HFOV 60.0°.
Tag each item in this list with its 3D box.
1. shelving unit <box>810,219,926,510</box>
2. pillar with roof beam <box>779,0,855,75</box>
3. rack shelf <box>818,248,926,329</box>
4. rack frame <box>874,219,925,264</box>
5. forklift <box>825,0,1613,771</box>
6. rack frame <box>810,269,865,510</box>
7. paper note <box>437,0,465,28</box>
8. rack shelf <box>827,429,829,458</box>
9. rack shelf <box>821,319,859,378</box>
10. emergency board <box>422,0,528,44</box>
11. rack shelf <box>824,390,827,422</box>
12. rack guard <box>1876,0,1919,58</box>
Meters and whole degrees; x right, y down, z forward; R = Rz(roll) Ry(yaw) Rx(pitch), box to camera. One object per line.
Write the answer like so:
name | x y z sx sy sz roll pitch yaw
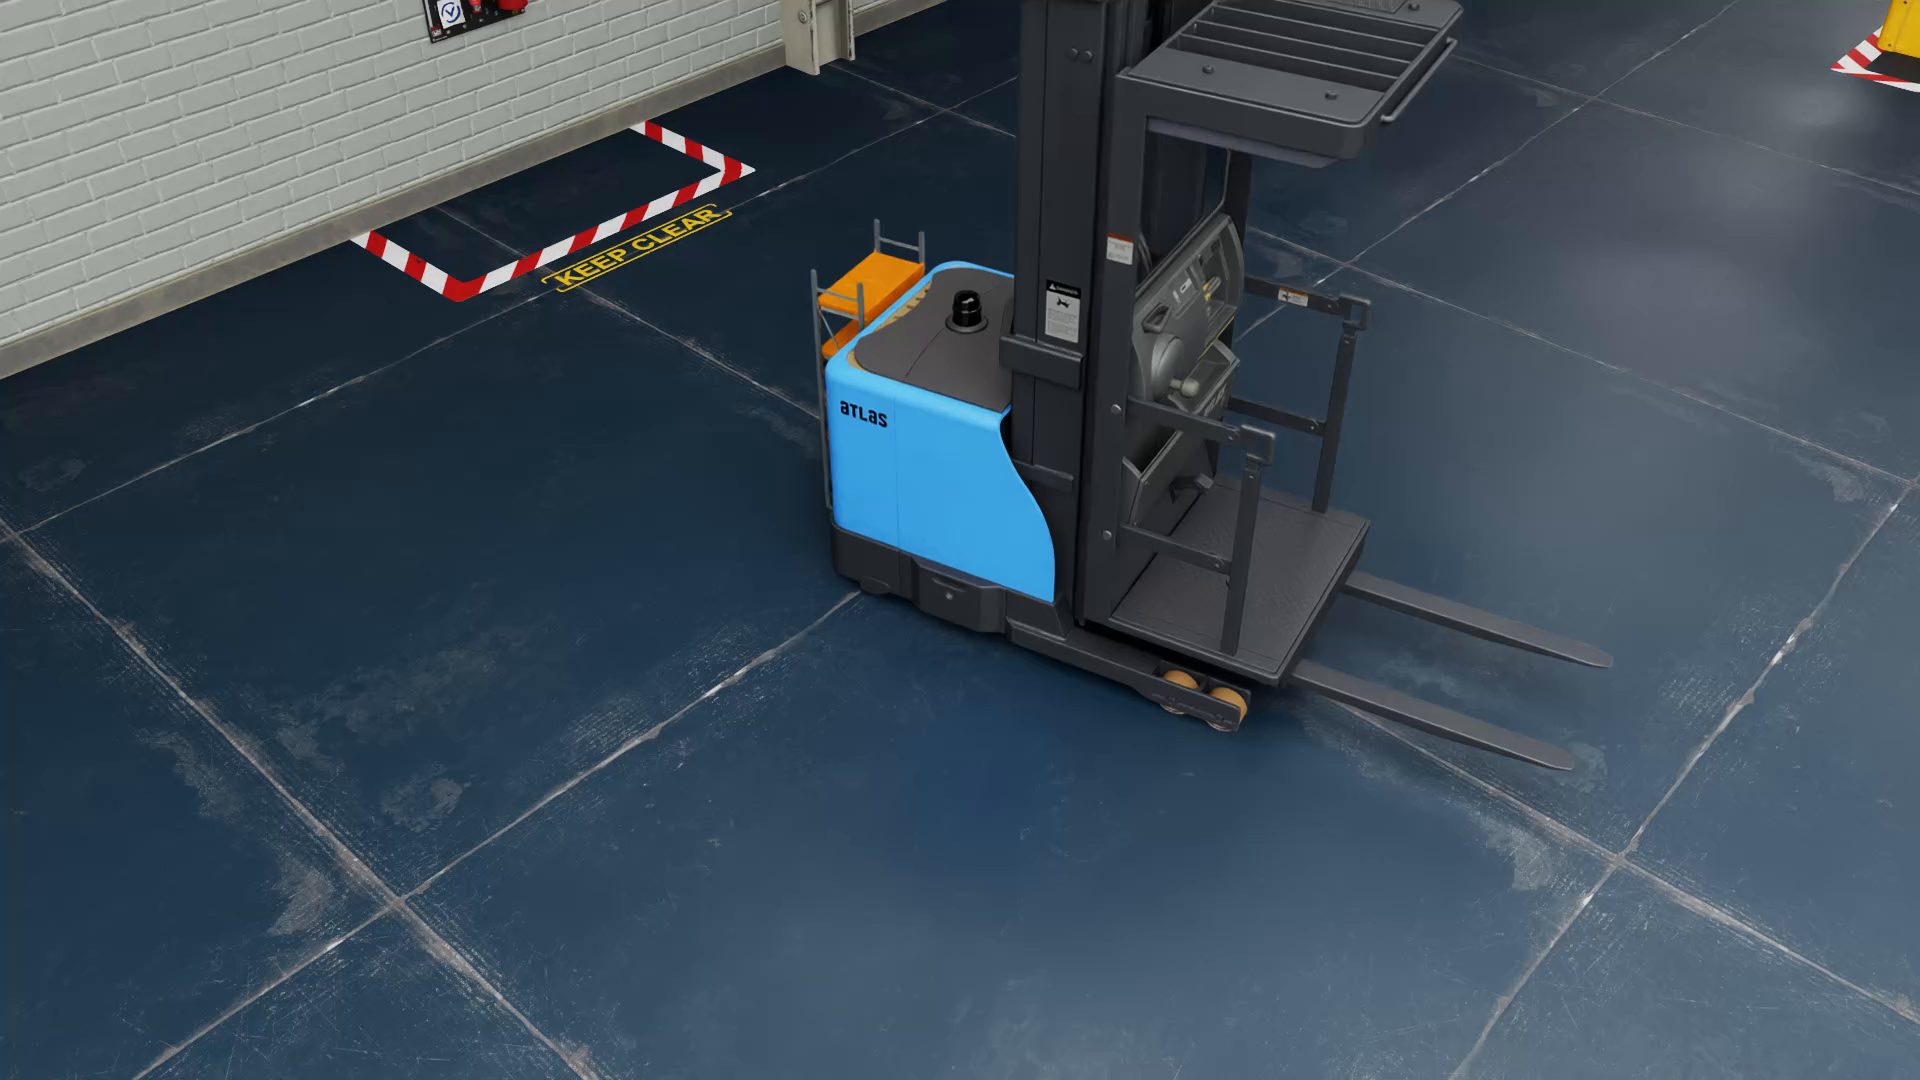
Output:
shelving unit | -0.373 -0.714 7.183 0.258 1.200 0.503 19 42 23
pillar with roof beam | 2.217 -4.991 6.297 9.100 9.000 0.400 30 47 32
rack shelf | -0.374 -1.022 6.939 0.258 0.148 0.480 19 42 23
rack frame | -0.254 -0.846 7.350 0.240 1.200 0.015 19 42 23
forklift | 1.002 -0.799 5.900 3.031 2.935 1.130 19 42 22
rack frame | -0.492 -0.581 7.016 0.240 1.200 0.015 19 42 23
paper note | -2.826 -2.934 9.238 0.016 0.148 0.142 30 47 32
rack shelf | -0.372 -0.505 7.348 0.258 0.148 0.480 19 42 23
rack shelf | -0.373 -0.836 7.086 0.258 0.148 0.480 19 42 23
emergency board | -2.656 -3.332 9.030 0.194 1.169 0.643 30 47 32
rack shelf | -0.373 -0.661 7.225 0.258 0.148 0.480 19 42 23
rack guard | 6.896 -3.455 11.193 1.175 0.500 0.348 30 47 32
